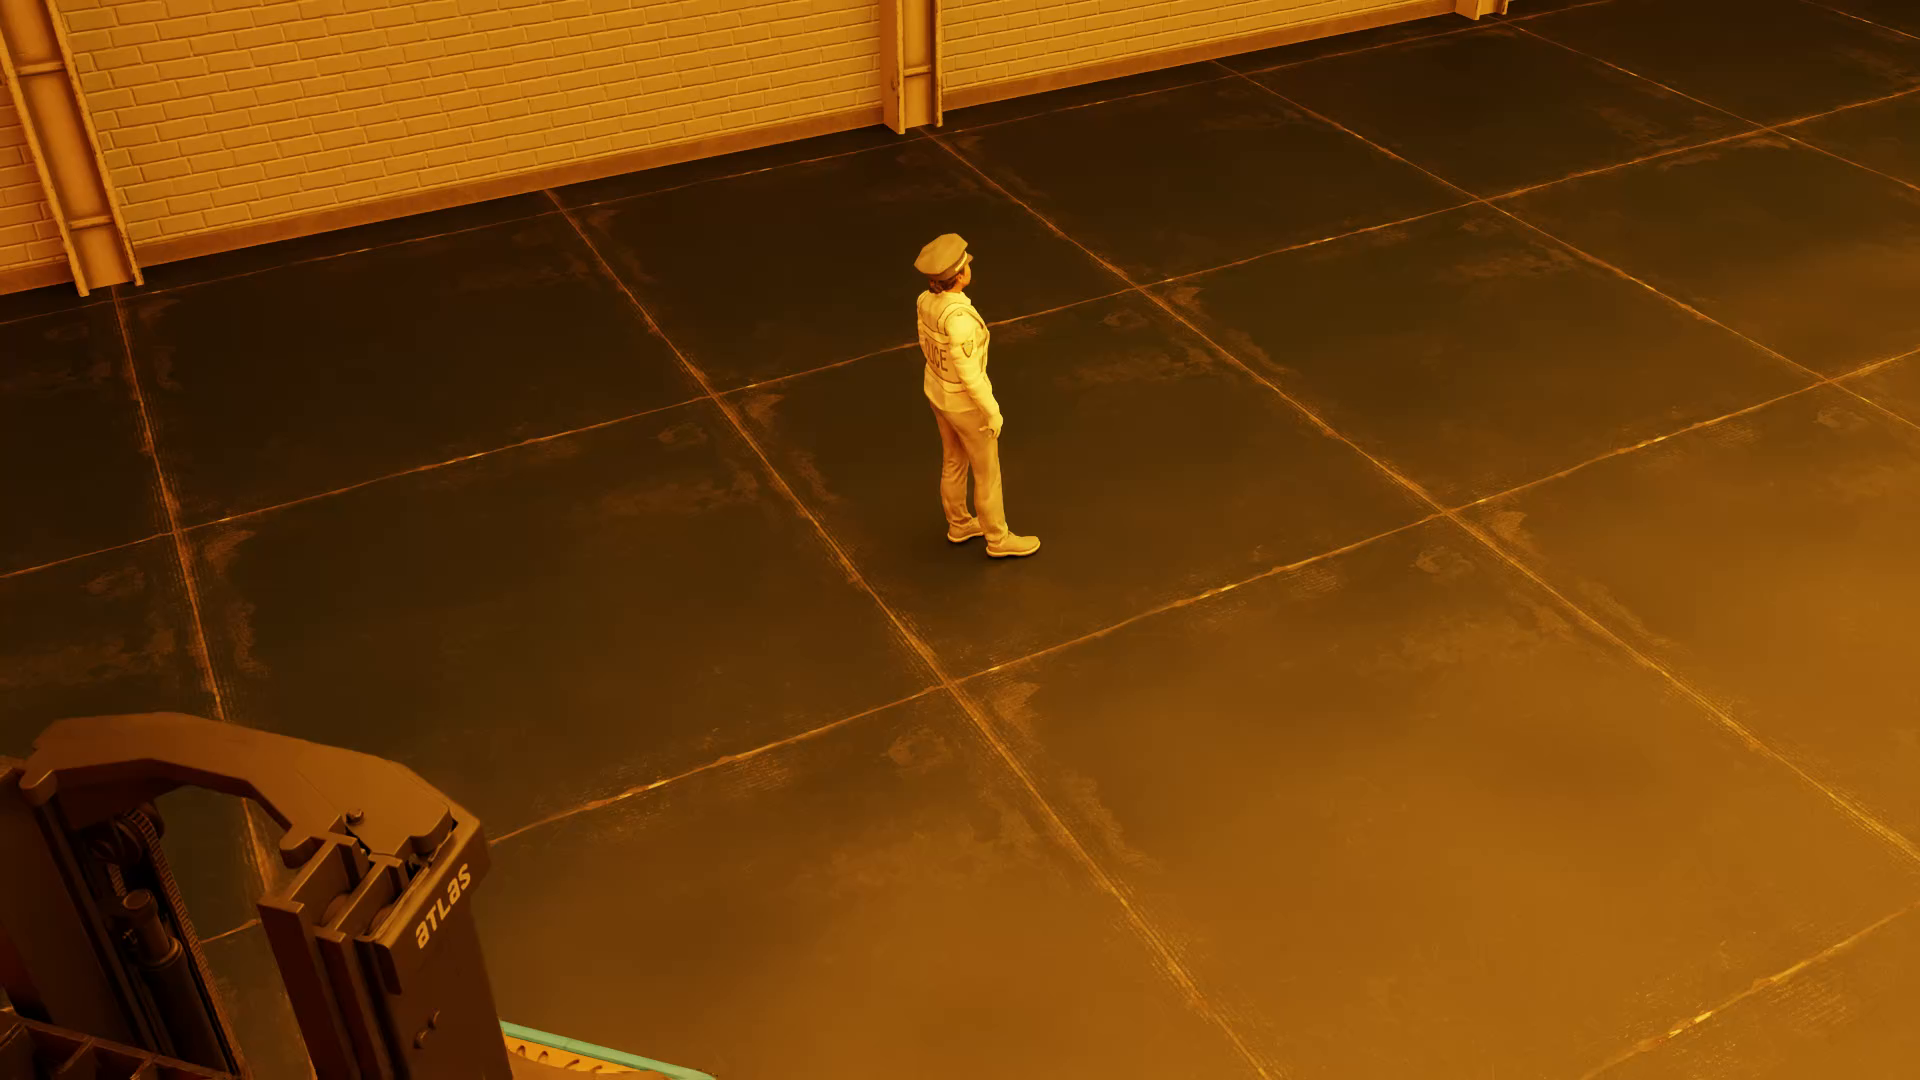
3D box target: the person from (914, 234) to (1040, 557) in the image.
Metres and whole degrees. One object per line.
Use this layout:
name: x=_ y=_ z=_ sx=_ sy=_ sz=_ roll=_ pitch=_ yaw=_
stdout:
person: x=0.063 y=-0.713 z=8.191 sx=0.531 sy=1.695 sz=0.588 roll=-17 pitch=39 yaw=-23

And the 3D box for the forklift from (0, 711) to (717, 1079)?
forklift: x=-1.537 y=1.930 z=3.392 sx=1.130 sy=2.935 sz=3.031 roll=10 pitch=36 yaw=13
